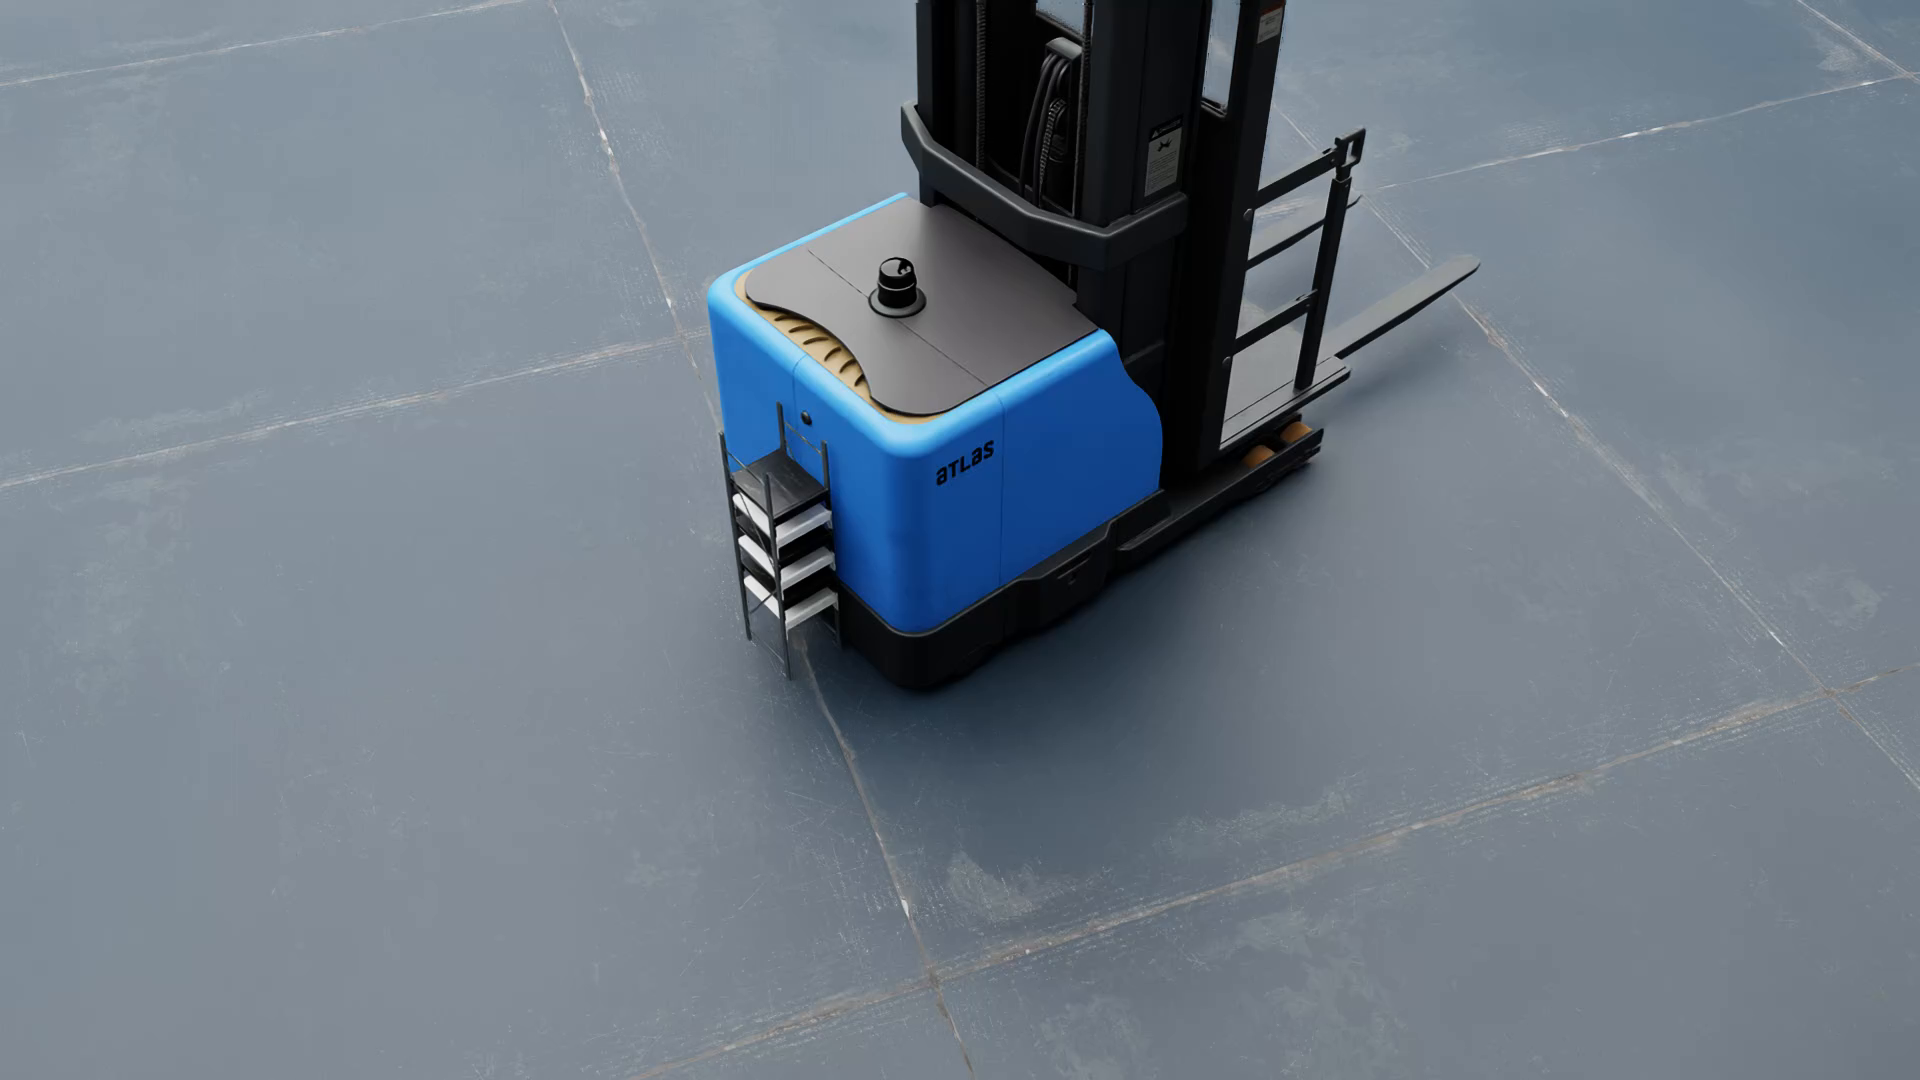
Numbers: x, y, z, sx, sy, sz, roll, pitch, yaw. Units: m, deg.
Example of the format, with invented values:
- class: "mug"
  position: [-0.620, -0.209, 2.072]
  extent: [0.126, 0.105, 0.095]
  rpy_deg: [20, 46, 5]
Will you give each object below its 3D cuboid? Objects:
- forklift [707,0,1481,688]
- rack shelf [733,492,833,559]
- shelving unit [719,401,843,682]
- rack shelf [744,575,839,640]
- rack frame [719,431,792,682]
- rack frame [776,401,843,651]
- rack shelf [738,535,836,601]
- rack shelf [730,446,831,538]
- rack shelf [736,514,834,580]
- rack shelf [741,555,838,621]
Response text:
- class: "forklift"
  position: [0.672, -1.465, 5.141]
  extent: [3.031, 2.935, 1.130]
  rpy_deg: [-31, 53, -27]
- class: "rack shelf"
  position: [-0.538, -0.082, 4.989]
  extent: [0.200, 0.077, 0.258]
  rpy_deg: [-31, 53, -27]
- class: "shelving unit"
  position: [-0.538, 0.022, 5.093]
  extent: [0.210, 0.900, 0.258]
  rpy_deg: [-31, 53, -27]
- class: "rack shelf"
  position: [-0.538, 0.172, 5.244]
  extent: [0.200, 0.077, 0.258]
  rpy_deg: [-31, 53, -27]
- class: "rack frame"
  position: [-0.616, 0.068, 5.047]
  extent: [0.006, 0.900, 0.240]
  rpy_deg: [-31, 53, -27]
- class: "rack frame"
  position: [-0.461, -0.025, 5.139]
  extent: [0.006, 0.900, 0.240]
  rpy_deg: [-31, 53, -27]
- class: "rack shelf"
  position: [-0.538, 0.045, 5.117]
  extent: [0.200, 0.077, 0.258]
  rpy_deg: [-31, 53, -27]
- class: "rack shelf"
  position: [-0.538, -0.145, 4.925]
  extent: [0.200, 0.077, 0.258]
  rpy_deg: [-31, 53, -27]
- class: "rack shelf"
  position: [-0.538, -0.018, 5.053]
  extent: [0.200, 0.077, 0.258]
  rpy_deg: [-31, 53, -27]
- class: "rack shelf"
  position: [-0.538, 0.109, 5.180]
  extent: [0.200, 0.077, 0.258]
  rpy_deg: [-31, 53, -27]
